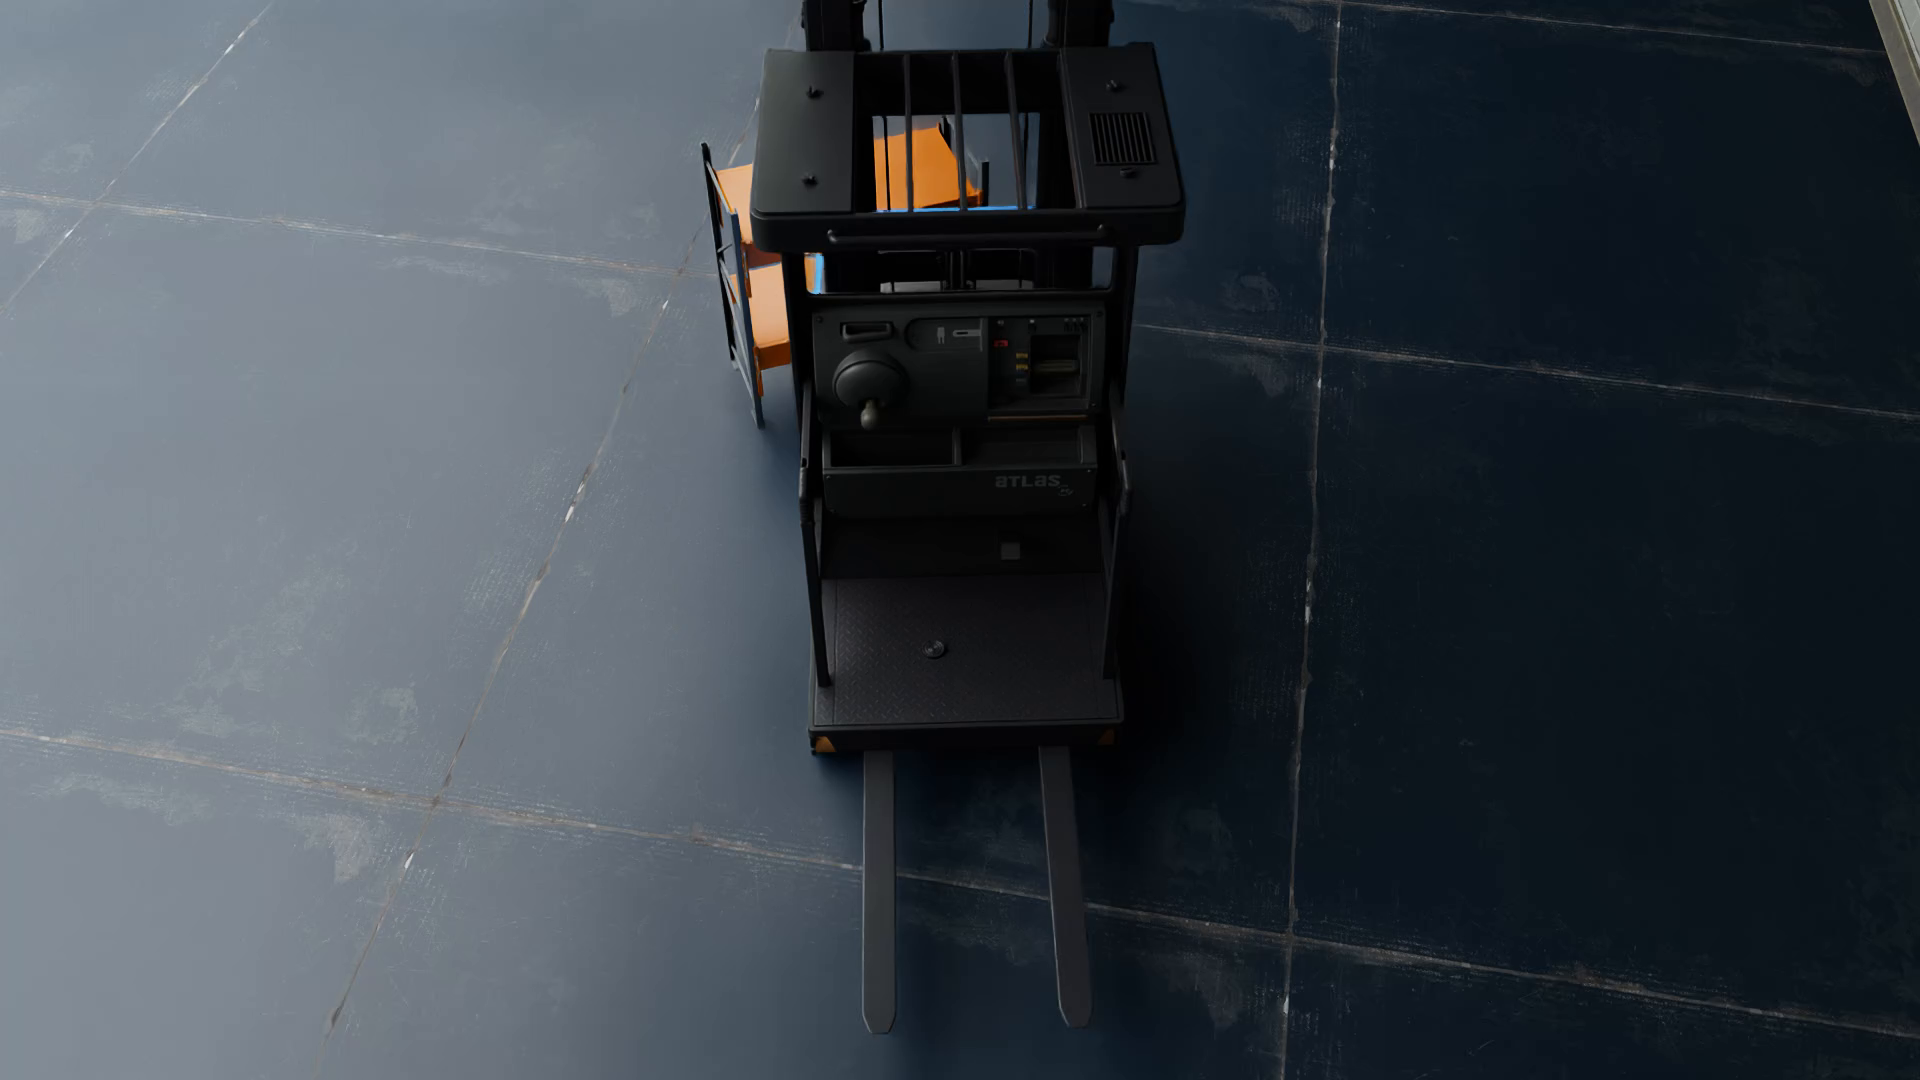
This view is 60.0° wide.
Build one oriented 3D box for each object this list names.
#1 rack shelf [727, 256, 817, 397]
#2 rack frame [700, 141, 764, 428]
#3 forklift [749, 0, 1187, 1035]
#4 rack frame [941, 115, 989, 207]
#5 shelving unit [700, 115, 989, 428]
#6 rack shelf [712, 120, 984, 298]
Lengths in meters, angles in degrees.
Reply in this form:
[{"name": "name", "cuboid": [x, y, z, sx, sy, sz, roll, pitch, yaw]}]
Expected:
[{"name": "rack shelf", "cuboid": [-0.462, -1.002, 7.195, 1.000, 0.278, 0.538, -15, 50, -13]}, {"name": "rack frame", "cuboid": [-0.941, -1.038, 6.899, 0.032, 1.125, 0.500, -15, 50, -13]}, {"name": "forklift", "cuboid": [0.008, -0.458, 5.163, 1.130, 2.935, 3.031, -1, 48, -1]}, {"name": "rack frame", "cuboid": [0.016, -1.293, 7.127, 0.032, 1.125, 0.500, -15, 50, -13]}, {"name": "shelving unit", "cuboid": [-0.462, -1.165, 7.013, 1.048, 1.125, 0.538, -15, 50, -13]}, {"name": "rack shelf", "cuboid": [-0.462, -1.361, 6.795, 1.000, 0.278, 0.538, -15, 50, -13]}]
